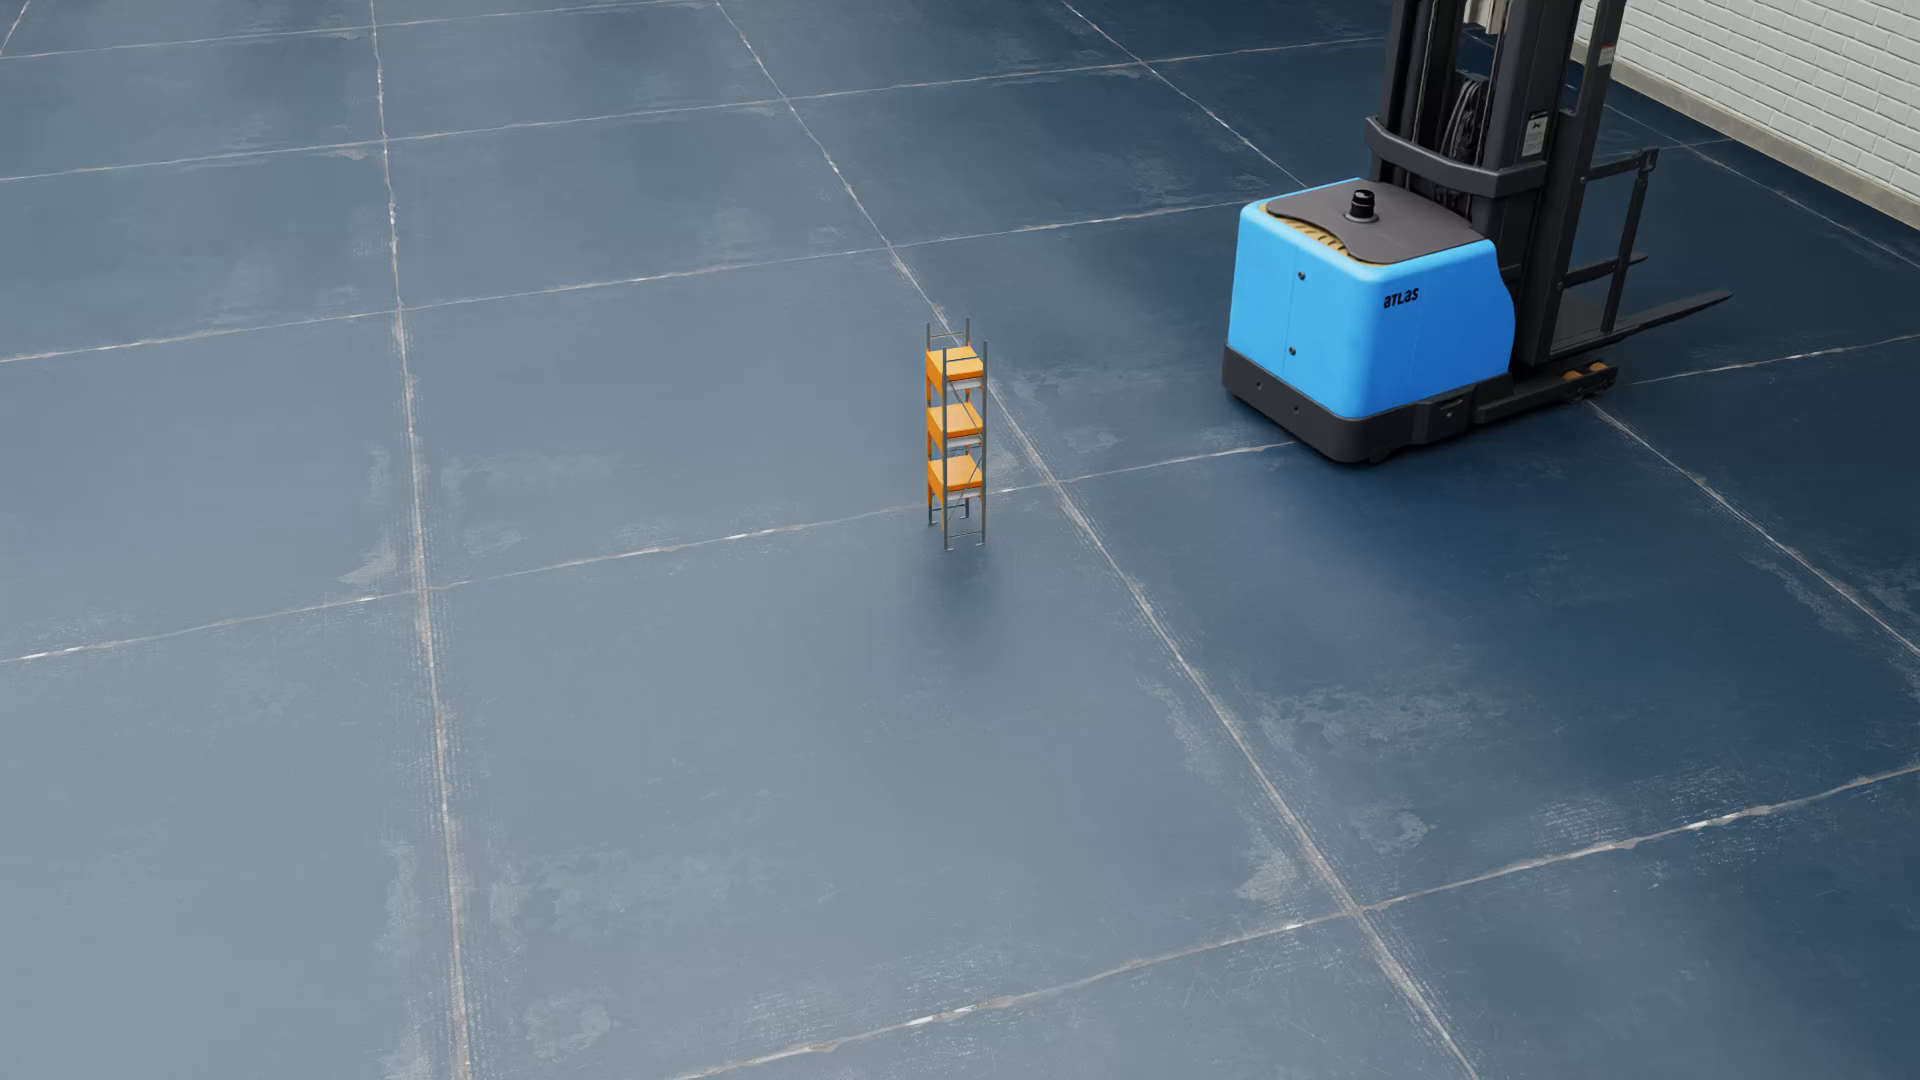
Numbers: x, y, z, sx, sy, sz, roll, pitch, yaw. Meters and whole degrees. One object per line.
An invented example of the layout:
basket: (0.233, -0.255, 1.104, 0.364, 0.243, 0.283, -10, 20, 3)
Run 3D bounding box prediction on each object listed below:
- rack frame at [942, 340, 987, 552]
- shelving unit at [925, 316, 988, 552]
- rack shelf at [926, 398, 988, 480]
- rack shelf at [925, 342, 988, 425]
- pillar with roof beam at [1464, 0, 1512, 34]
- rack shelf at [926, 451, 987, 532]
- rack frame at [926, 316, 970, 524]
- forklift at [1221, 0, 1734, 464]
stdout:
rack frame: (0.021, -0.402, 7.406, 0.200, 1.050, 0.008, -10, 35, -15)
shelving unit: (-0.016, -0.466, 7.503, 0.215, 1.050, 0.252, -10, 35, -15)
rack shelf: (-0.016, -0.457, 7.509, 0.215, 0.259, 0.240, -10, 35, -15)
rack shelf: (-0.016, -0.694, 7.352, 0.215, 0.259, 0.240, -10, 35, -15)
pillar with roof beam: (0.555, -7.527, 10.979, 9.100, 9.000, 0.400, -10, 35, -15)
rack shelf: (-0.016, -0.225, 7.662, 0.215, 0.259, 0.240, -10, 35, -15)
rack frame: (-0.054, -0.530, 7.600, 0.200, 1.050, 0.008, -10, 35, -15)
forklift: (2.931, -2.188, 8.402, 3.031, 2.935, 1.130, -18, 37, -25)
